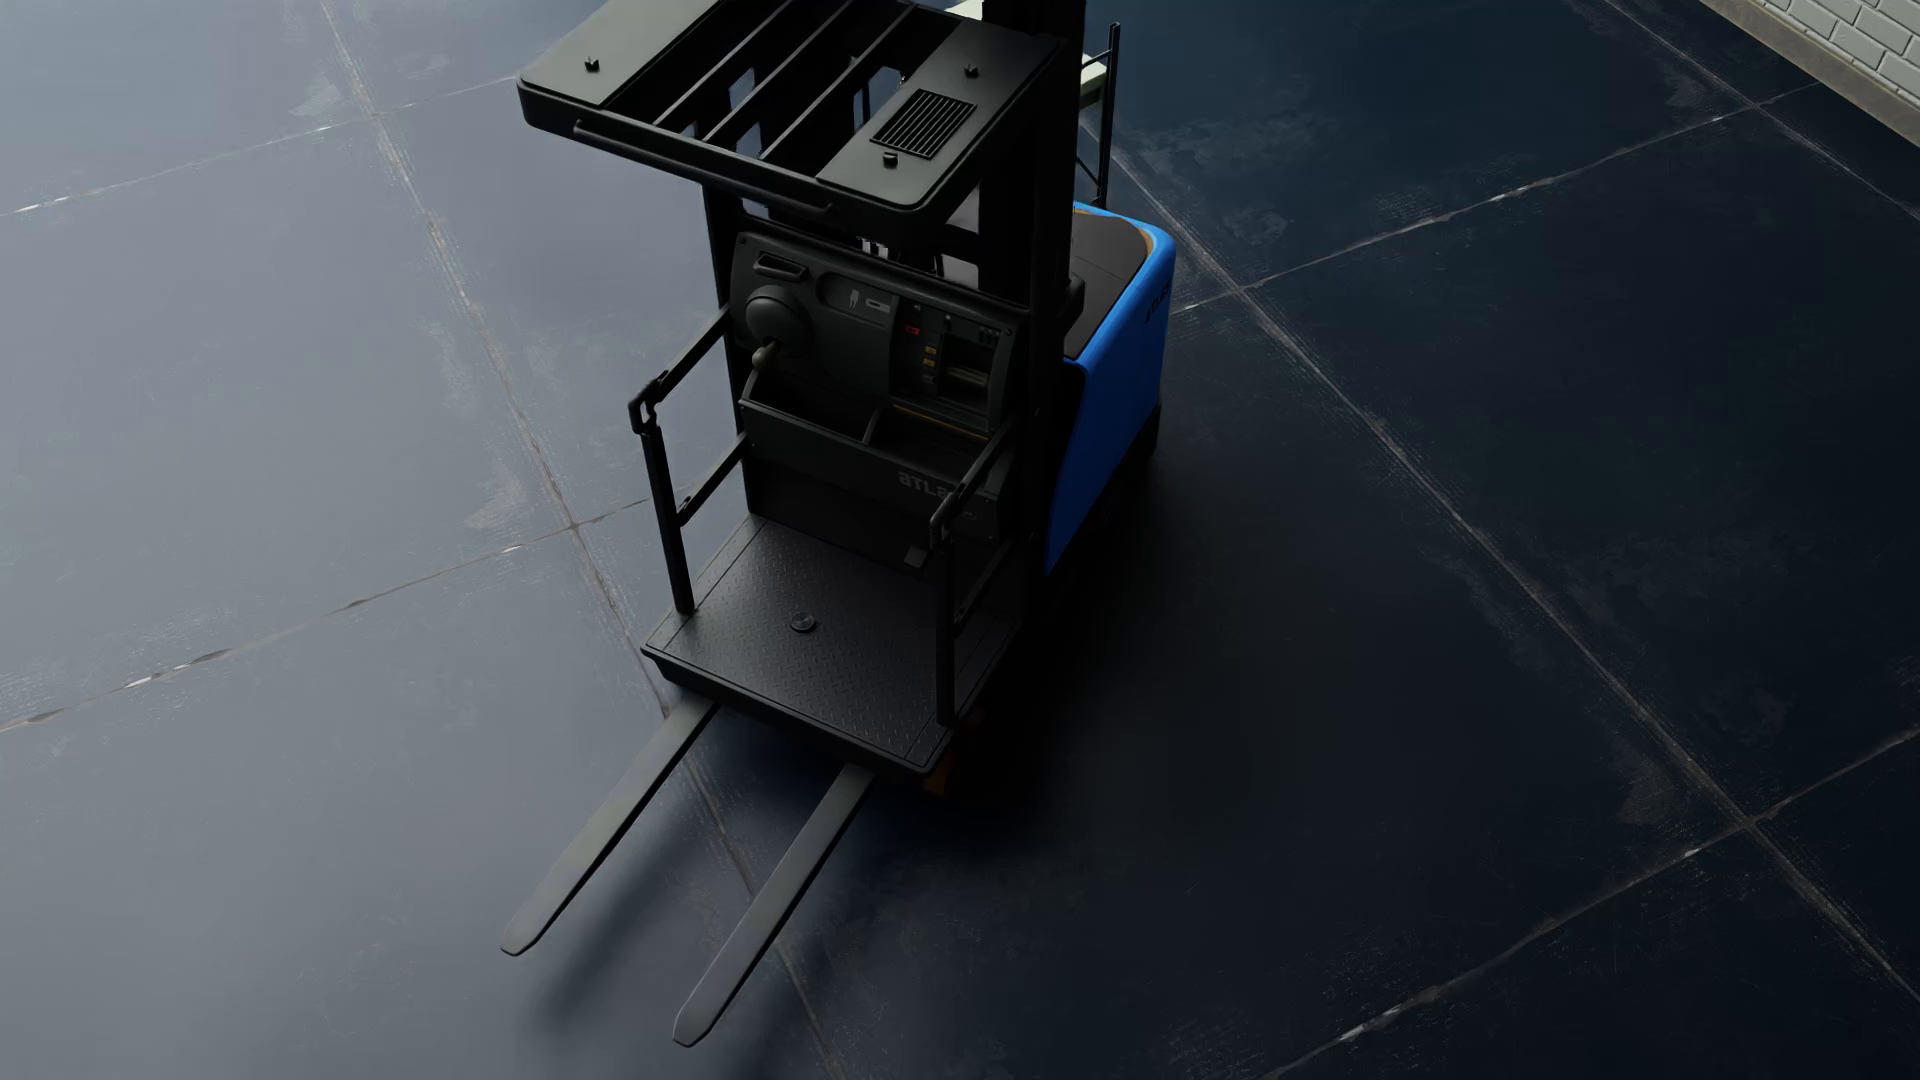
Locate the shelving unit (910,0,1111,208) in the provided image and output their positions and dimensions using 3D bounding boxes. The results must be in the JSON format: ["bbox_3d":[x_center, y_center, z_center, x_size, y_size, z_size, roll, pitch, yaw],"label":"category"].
[{"bbox_3d":[0.170,-1.440,6.513,0.380,1.308,0.742,-32,56,-25],"label":"shelving unit"}]

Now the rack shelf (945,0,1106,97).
[{"bbox_3d":[0.169,-1.784,6.118,0.368,0.052,0.686,-32,56,-25],"label":"rack shelf"}]

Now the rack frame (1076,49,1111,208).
[{"bbox_3d":[0.406,-1.229,6.328,0.380,1.308,0.010,-32,56,-25],"label":"rack frame"}]

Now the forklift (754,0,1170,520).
[{"bbox_3d":[-0.371,-0.512,4.751,1.109,2.935,3.031,21,52,18],"label":"forklift"}]
